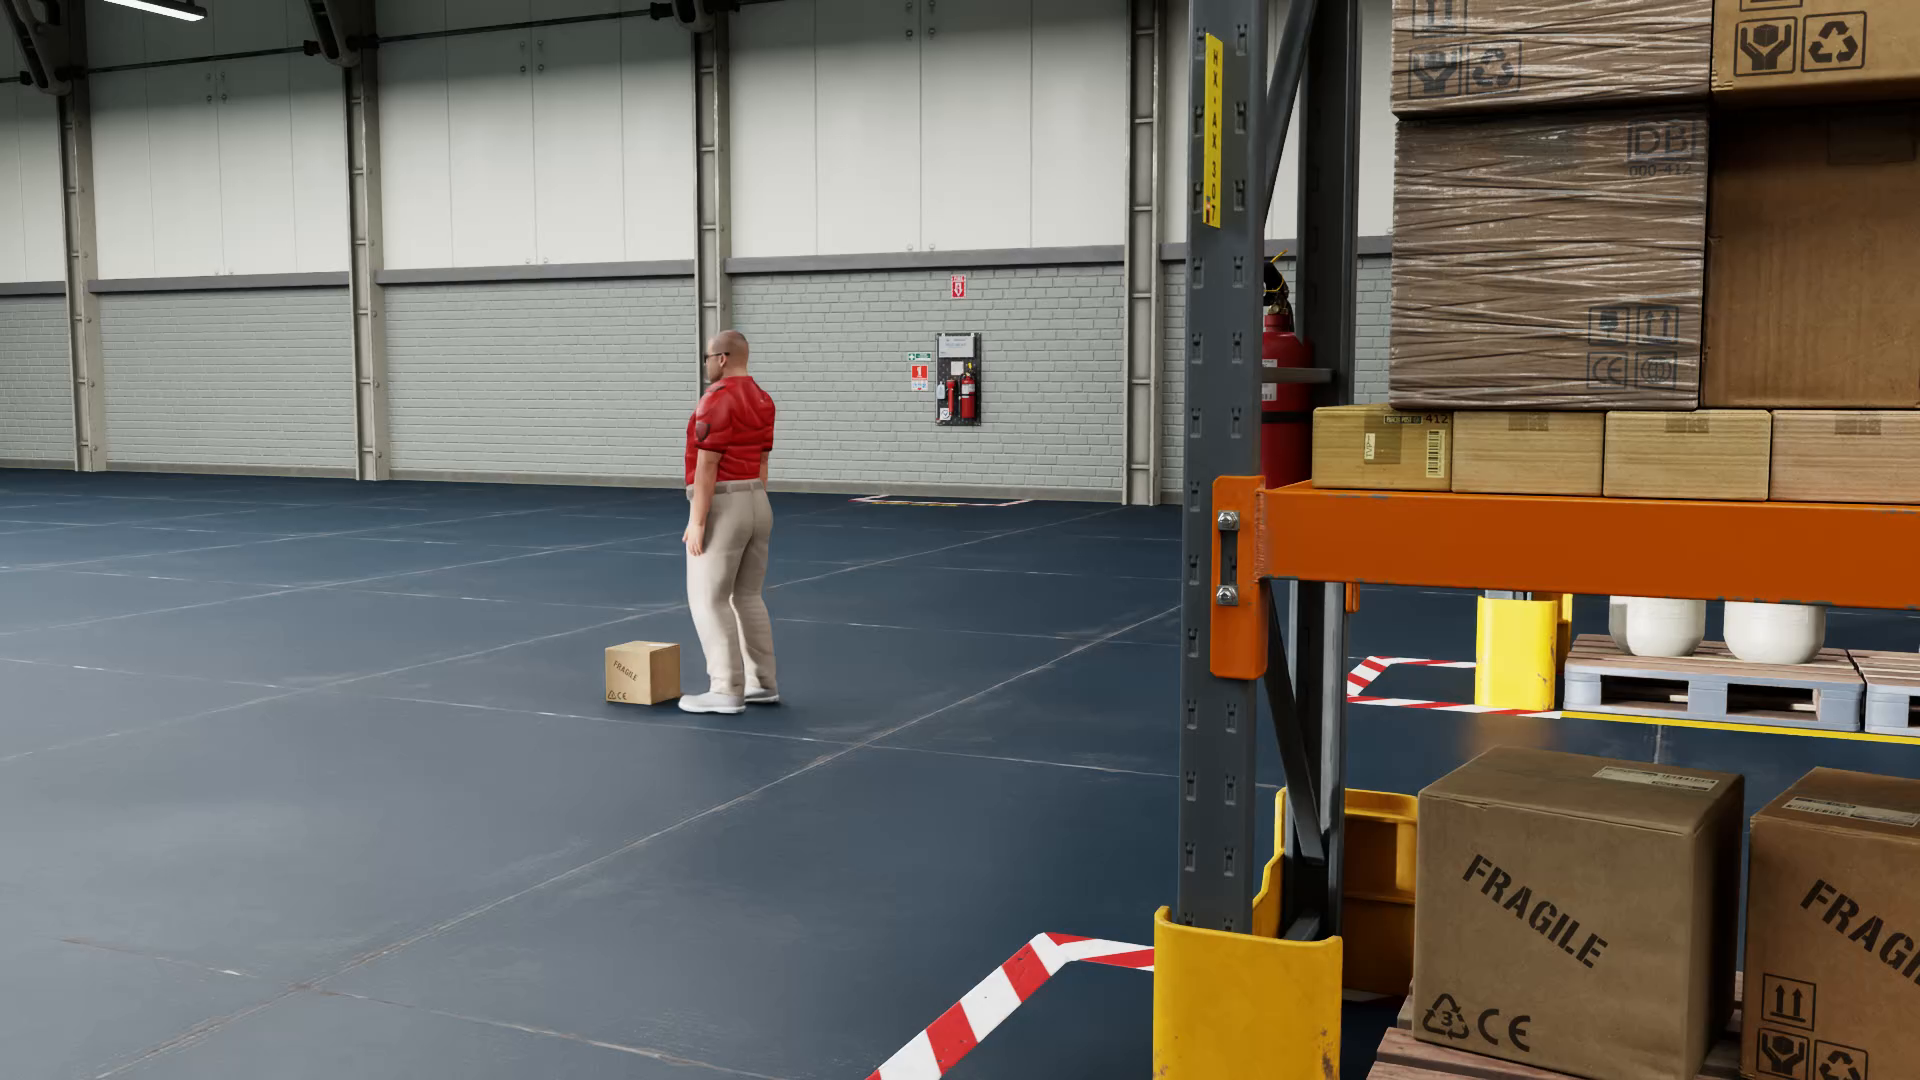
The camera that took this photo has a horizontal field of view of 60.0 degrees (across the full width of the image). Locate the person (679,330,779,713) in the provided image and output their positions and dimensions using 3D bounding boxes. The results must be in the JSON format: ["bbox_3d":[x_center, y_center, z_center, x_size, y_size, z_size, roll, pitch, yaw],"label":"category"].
[{"bbox_3d":[-1.073,-0.085,7.556,0.360,1.725,0.527,3,6,25],"label":"person"}]
